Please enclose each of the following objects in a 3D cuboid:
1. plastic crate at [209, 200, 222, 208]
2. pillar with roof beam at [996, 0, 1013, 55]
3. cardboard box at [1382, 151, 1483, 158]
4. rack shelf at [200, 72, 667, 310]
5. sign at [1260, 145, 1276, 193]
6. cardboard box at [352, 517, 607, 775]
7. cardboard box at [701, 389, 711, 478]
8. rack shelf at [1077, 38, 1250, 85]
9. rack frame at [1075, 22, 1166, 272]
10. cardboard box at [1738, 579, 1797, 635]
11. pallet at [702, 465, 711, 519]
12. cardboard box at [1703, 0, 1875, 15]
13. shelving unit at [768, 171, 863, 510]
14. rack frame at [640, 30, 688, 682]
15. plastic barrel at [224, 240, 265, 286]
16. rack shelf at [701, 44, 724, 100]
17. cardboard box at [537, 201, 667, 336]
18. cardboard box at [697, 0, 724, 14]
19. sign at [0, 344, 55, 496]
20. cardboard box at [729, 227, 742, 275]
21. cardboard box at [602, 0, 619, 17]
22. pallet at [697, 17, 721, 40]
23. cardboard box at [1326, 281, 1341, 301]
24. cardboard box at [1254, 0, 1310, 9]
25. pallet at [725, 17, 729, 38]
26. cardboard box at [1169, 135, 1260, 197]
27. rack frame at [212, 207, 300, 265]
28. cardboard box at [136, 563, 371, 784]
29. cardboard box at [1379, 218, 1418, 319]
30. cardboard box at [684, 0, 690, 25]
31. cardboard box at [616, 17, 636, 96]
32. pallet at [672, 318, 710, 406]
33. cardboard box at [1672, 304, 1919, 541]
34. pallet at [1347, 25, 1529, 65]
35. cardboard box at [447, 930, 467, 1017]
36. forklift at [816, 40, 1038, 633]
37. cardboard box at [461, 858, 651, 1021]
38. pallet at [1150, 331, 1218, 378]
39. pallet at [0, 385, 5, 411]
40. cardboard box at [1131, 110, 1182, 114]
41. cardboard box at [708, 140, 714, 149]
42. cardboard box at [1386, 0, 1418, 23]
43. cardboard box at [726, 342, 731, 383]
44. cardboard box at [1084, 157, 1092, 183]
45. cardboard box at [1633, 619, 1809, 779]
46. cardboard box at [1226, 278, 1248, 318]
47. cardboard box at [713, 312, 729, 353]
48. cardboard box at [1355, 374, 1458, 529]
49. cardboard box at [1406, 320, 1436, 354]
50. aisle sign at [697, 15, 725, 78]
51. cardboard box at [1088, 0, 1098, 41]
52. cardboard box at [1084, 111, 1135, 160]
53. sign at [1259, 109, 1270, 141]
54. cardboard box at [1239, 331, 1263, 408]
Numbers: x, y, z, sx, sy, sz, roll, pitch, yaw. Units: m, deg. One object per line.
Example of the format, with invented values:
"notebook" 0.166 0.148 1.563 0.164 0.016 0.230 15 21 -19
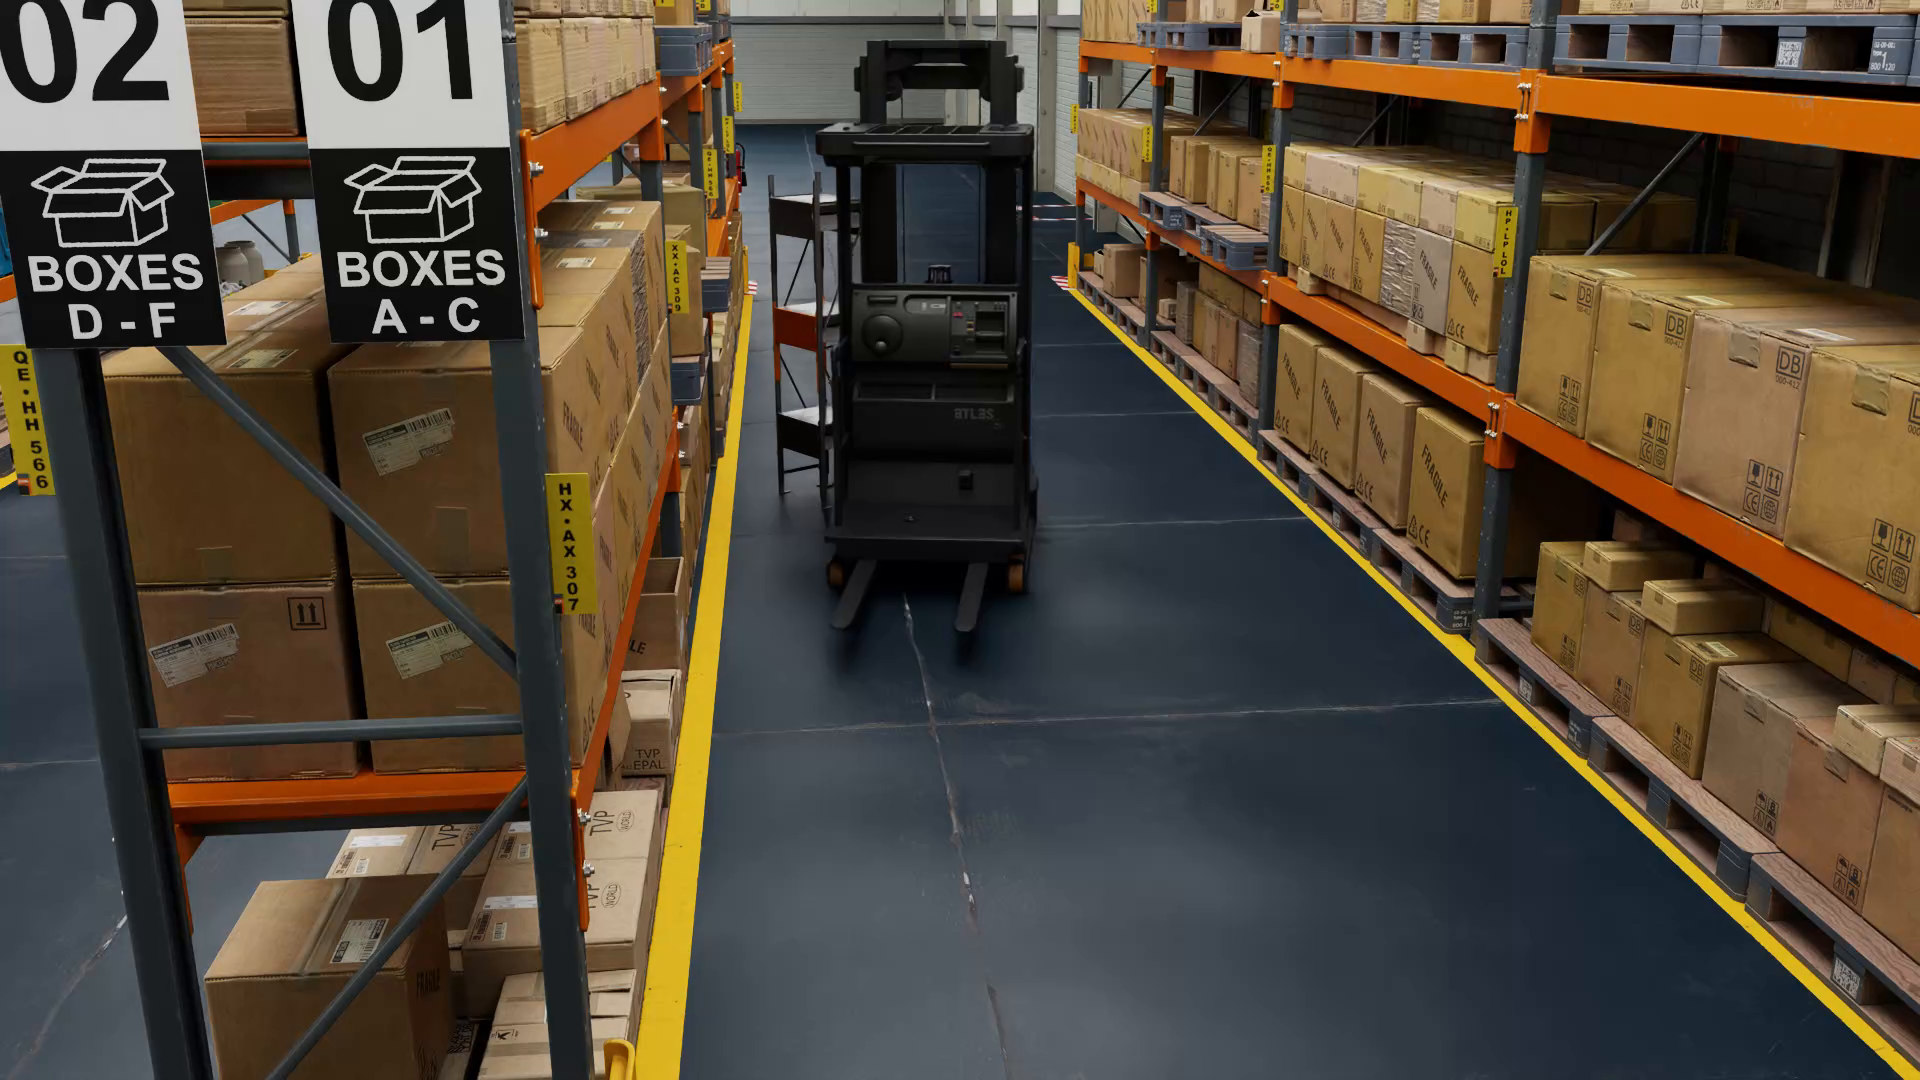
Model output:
"plastic crate" -7.429 -3.295 16.018 0.450 0.188 0.662 -2 18 -6
"pillar with roof beam" -3.334 -12.391 34.622 9.100 9.000 0.400 -2 18 -6
"cardboard box" 3.052 -2.373 10.778 0.500 0.250 0.500 -2 18 -7
"rack shelf" -1.611 -1.243 5.323 1.077 0.370 4.000 -2 18 -6
"sign" 2.158 -2.592 11.626 0.100 0.325 0.005 -2 18 -6
"cardboard box" -1.188 0.252 4.199 0.500 0.500 0.500 -1 17 -4
"cardboard box" -1.900 -0.689 10.803 0.500 0.500 0.500 -1 17 -3
"rack shelf" 2.078 -4.973 17.202 1.077 0.370 4.000 -2 18 -6
"rack frame" 1.872 -4.481 19.442 1.000 3.000 0.127 -2 18 -6
"cardboard box" 3.377 0.265 6.716 0.380 0.149 0.250 -2 18 -5
"pallet" -2.190 -0.389 11.064 1.003 0.211 1.213 -2 18 -6
"cardboard box" 3.018 -1.994 5.896 0.500 0.250 0.500 -2 18 -7
"shelving unit" -0.901 -1.290 10.780 0.431 2.100 0.503 -14 22 -38
"rack frame" -1.817 -0.751 7.563 1.000 3.000 0.127 -2 18 -6
"plastic barrel" -7.838 -2.994 18.159 0.421 0.512 0.421 0 17 0
"rack shelf" -2.436 -3.627 12.915 1.077 0.370 4.000 -2 18 -6
"cardboard box" -1.507 -1.133 6.943 0.500 0.500 0.500 -2 18 -5
"cardboard box" -2.432 -5.039 15.110 0.500 0.500 0.500 0 17 -1
"sign" -1.959 -0.252 3.510 0.100 0.325 0.005 -2 18 -6
"cardboard box" -2.535 -2.976 17.285 0.500 0.500 0.500 -2 18 -6
"cardboard box" -1.349 -1.766 5.202 0.500 0.250 0.500 -2 18 -6
"pallet" -2.756 -4.777 15.525 1.003 0.211 1.213 -2 18 -6
"cardboard box" 2.610 -1.653 10.822 0.380 0.149 0.250 -2 18 -6
"cardboard box" 2.656 -3.976 12.621 0.797 0.503 0.637 1 17 2
"pallet" -3.008 -5.504 17.841 1.003 0.211 1.213 -2 18 -6
"cardboard box" 2.303 -3.394 15.078 0.700 0.500 0.500 -2 18 -5
"rack frame" -7.982 -4.175 18.467 1.000 3.000 0.127 -2 18 -6
"cardboard box" -1.721 0.268 4.150 0.500 0.500 0.500 -1 17 -4
"cardboard box" 2.706 -1.536 9.365 0.500 0.500 0.500 -2 18 -6
"cardboard box" -2.099 -3.141 10.000 0.910 0.500 0.500 -2 18 -6
"cardboard box" -1.401 -1.676 5.751 0.500 0.250 0.500 -2 18 -6
"pallet" -1.791 -0.901 8.360 1.003 0.211 1.213 -2 18 -6
"cardboard box" 3.304 -0.452 6.110 0.980 0.700 0.700 -3 18 -8
"pallet" 2.935 -2.915 9.762 1.003 0.211 1.213 -1 17 -3
"cardboard box" -1.658 1.304 5.010 0.380 0.166 0.250 -2 18 -6
"forklift" -0.159 -1.205 9.122 1.130 2.935 3.031 1 17 5
"cardboard box" -1.230 1.223 5.131 0.500 0.250 0.500 -2 18 -6
"pallet" 2.366 -1.727 15.325 1.003 0.211 1.213 -2 18 -6
"pallet" -7.321 -1.055 13.187 1.003 0.211 1.213 -2 18 -6
"cardboard box" 2.174 -4.492 18.444 0.500 0.500 0.500 -2 17 -5
"cardboard box" -2.503 -3.653 15.555 0.380 0.149 0.250 -2 17 -5
"cardboard box" 2.955 -3.322 9.841 0.700 0.500 0.500 -1 17 -3
"cardboard box" -2.156 -1.454 13.690 0.500 0.250 0.500 -1 17 -5
"cardboard box" 1.674 -4.109 18.475 0.500 0.250 0.500 -2 18 -7
"cardboard box" 3.184 0.615 6.681 0.700 0.500 0.500 -1 17 -4
"cardboard box" 2.517 -2.010 13.759 0.500 0.250 0.500 -2 18 -6
"cardboard box" -2.158 -1.726 13.619 0.500 0.311 0.500 -2 18 -6
"cardboard box" 2.819 -0.535 9.760 0.750 0.750 0.750 -1 17 -4
"cardboard box" 2.676 -1.117 9.114 0.380 0.149 0.250 -2 18 -6
"aisle sign" -2.769 -5.596 18.652 0.394 0.787 0.004 -2 18 -6
"cardboard box" 1.678 -5.701 18.119 0.500 0.500 0.500 -1 17 -2
"cardboard box" 1.663 -4.477 18.396 0.500 0.500 0.500 -2 18 -5
"sign" 2.836 -3.860 15.530 0.100 0.325 0.005 -2 18 -6
"cardboard box" 2.571 -1.327 12.836 0.700 0.500 0.500 -2 17 -5
